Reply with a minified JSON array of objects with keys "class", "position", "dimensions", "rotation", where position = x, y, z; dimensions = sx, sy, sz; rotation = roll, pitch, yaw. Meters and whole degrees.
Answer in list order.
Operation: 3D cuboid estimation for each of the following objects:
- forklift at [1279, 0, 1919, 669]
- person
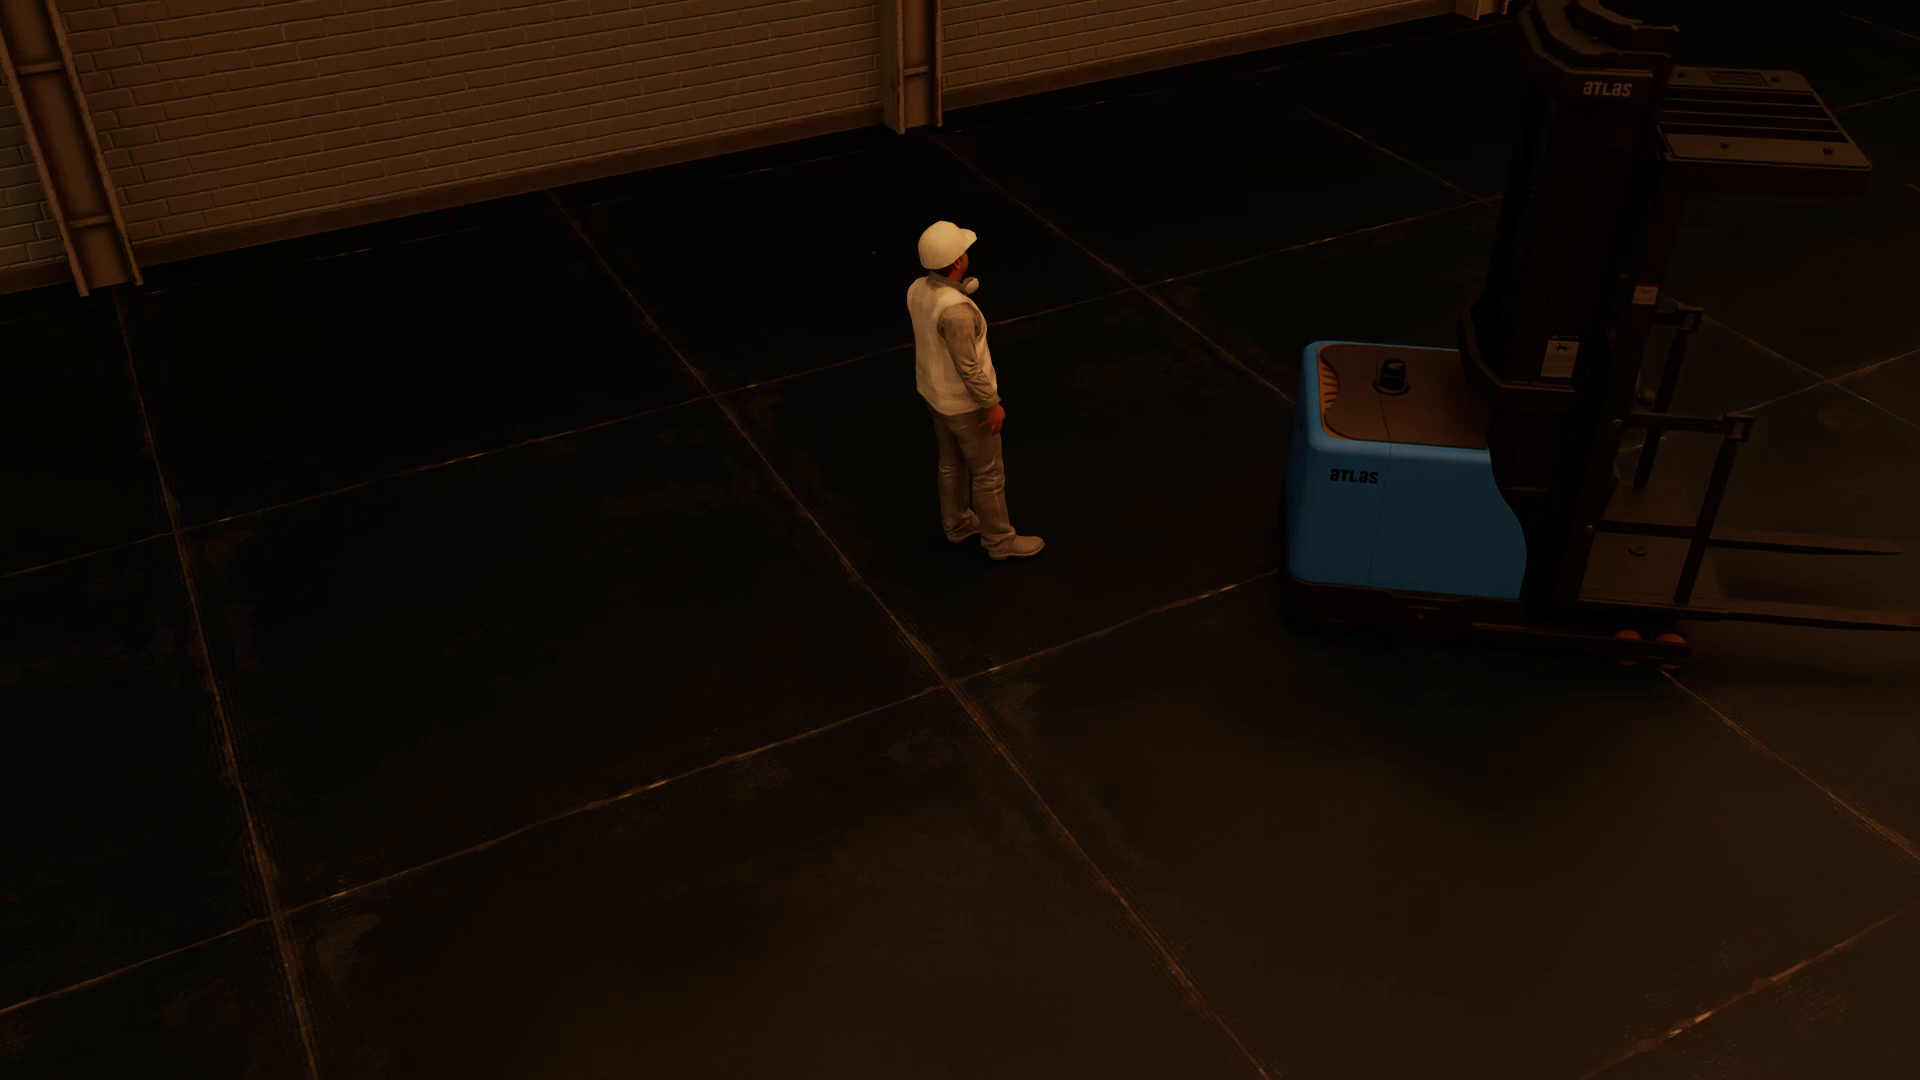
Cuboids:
[{"class":"forklift","position":[3.117,-0.921,7.426],"dimensions":[3.031,2.935,1.130],"rotation":[5,36,7]},{"class":"person","position":[0.059,-0.744,8.165],"dimensions":[0.566,1.775,0.634],"rotation":[-17,39,-23]}]
